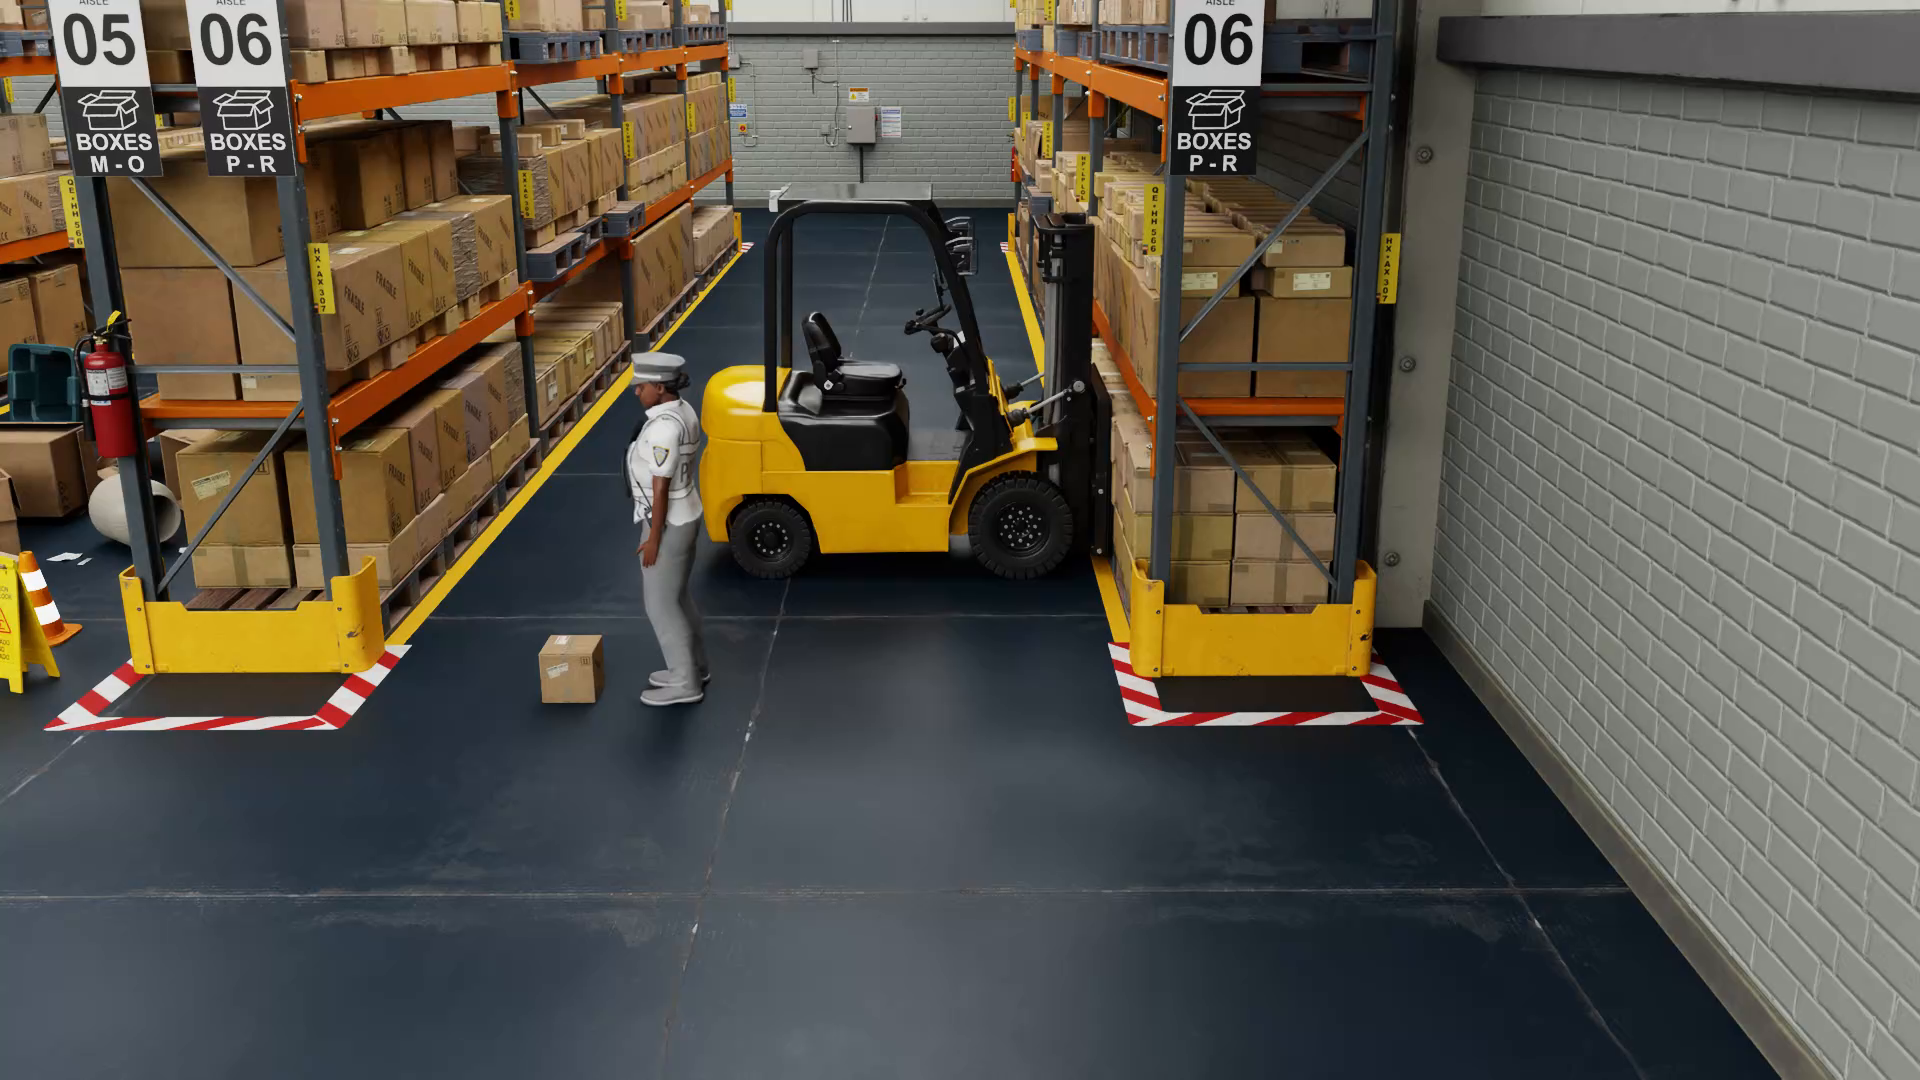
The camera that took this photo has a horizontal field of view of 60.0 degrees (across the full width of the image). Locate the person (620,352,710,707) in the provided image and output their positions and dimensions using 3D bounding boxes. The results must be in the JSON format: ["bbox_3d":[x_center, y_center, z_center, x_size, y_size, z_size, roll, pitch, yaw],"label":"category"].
[{"bbox_3d":[-1.365,-0.051,7.726,0.341,1.659,0.438,0,17,0],"label":"person"}]
